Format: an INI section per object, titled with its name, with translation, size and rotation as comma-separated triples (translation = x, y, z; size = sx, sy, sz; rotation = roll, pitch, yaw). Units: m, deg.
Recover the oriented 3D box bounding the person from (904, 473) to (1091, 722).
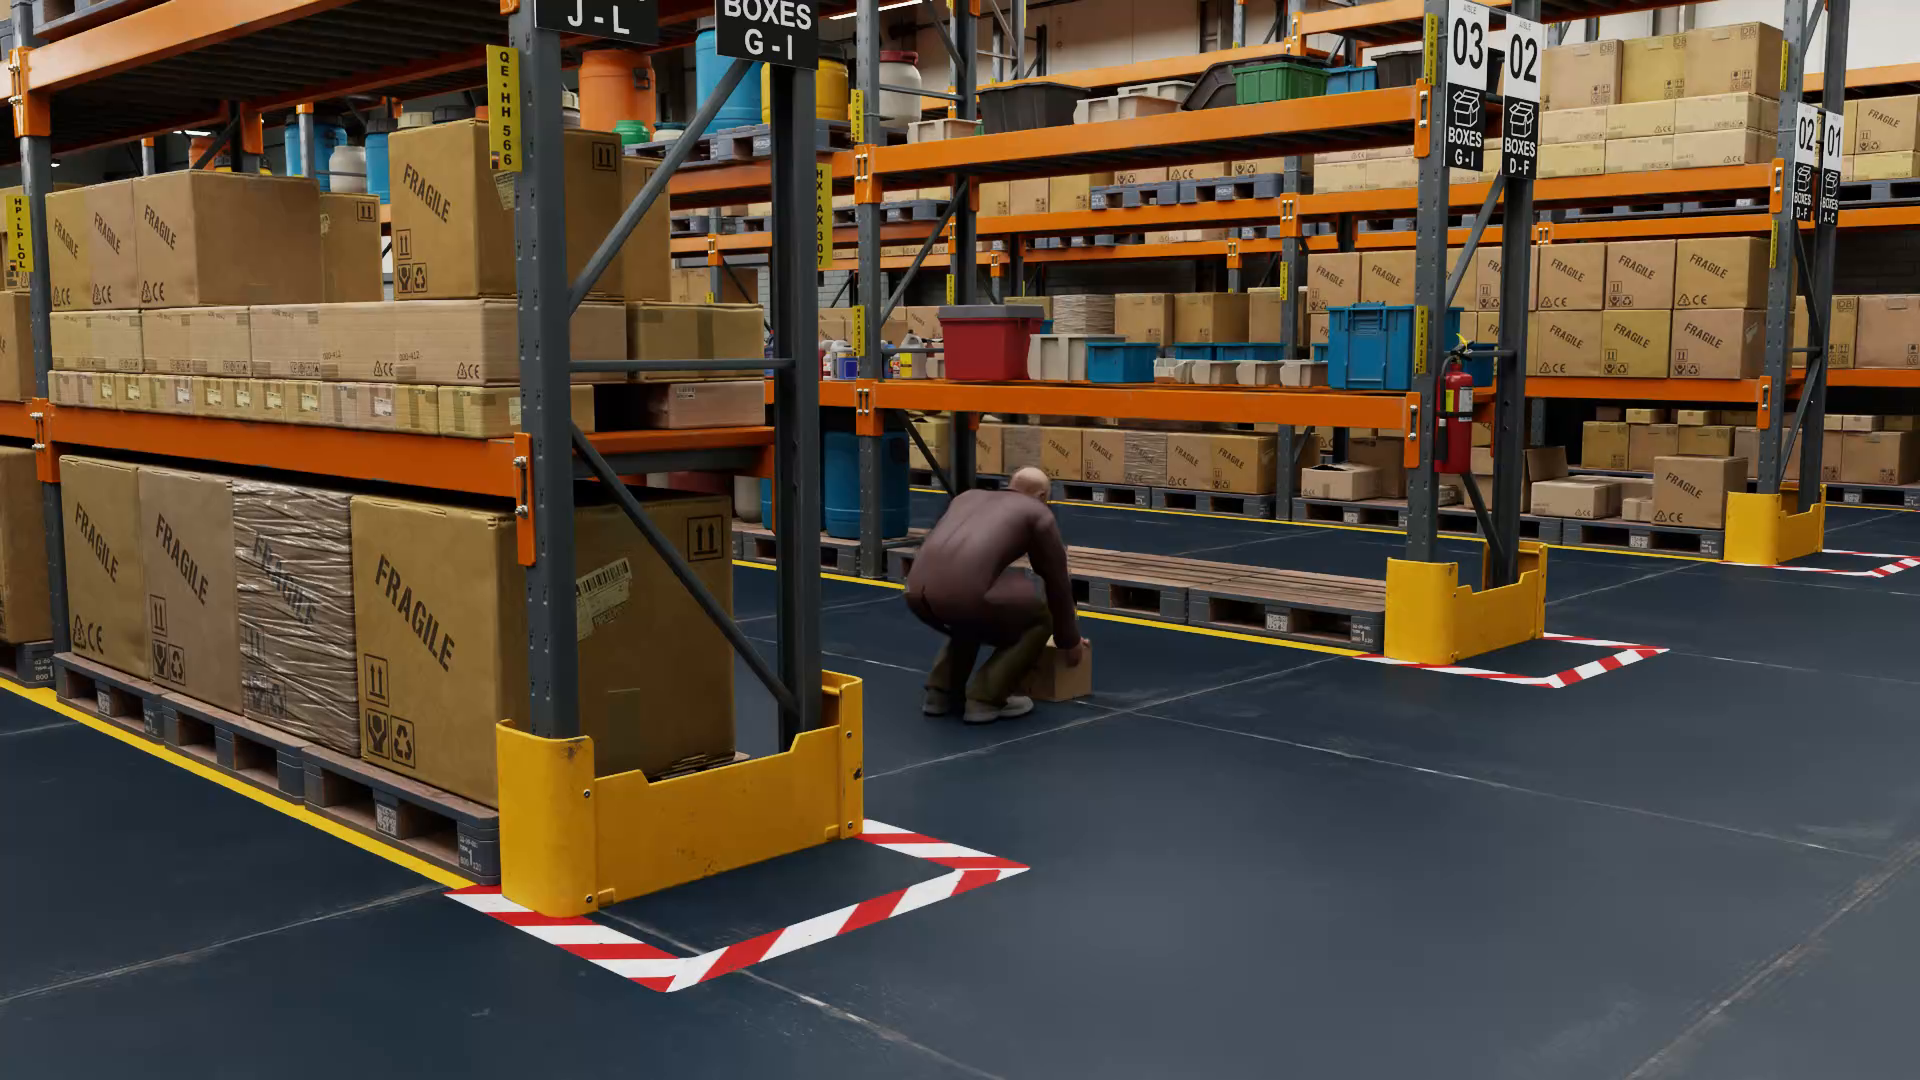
[person]
translation = 0.133, 0.269, 7.145
size = 0.610, 0.926, 0.899
rotation = 7, 9, 43
